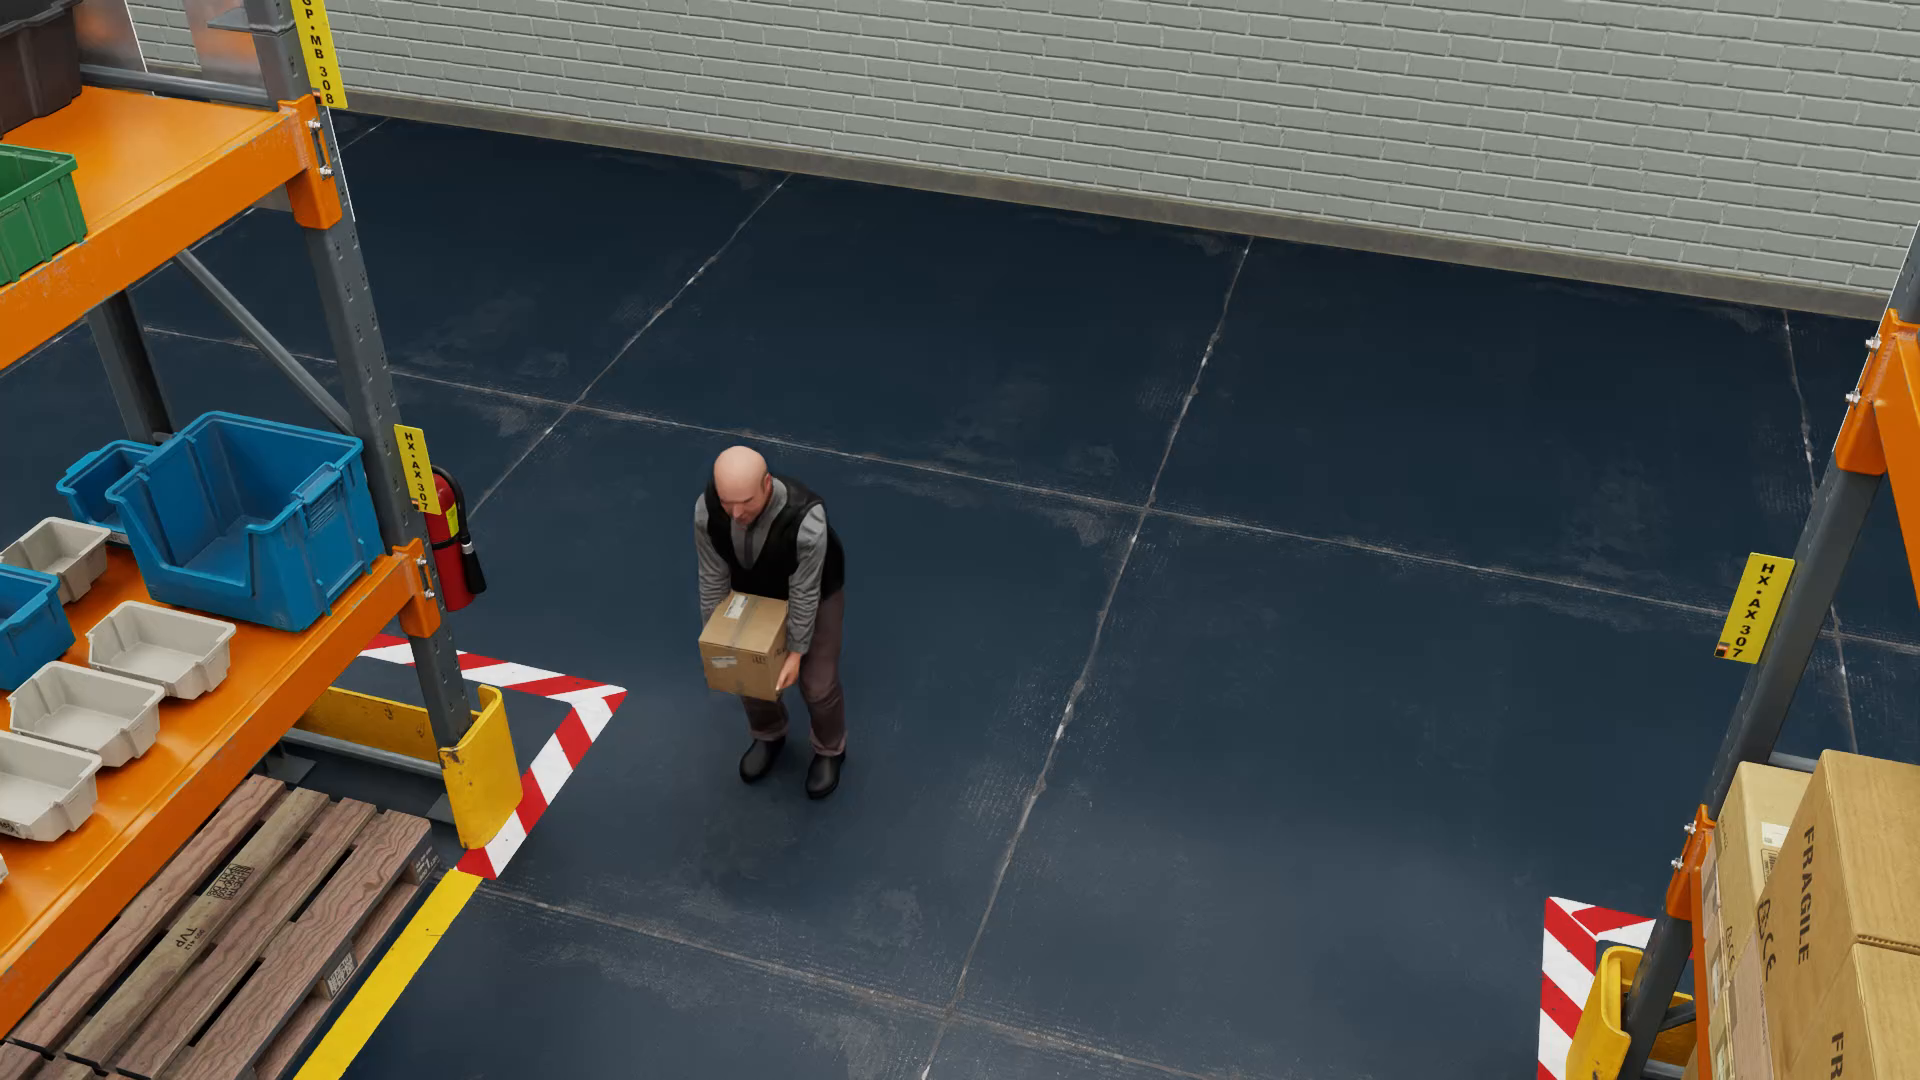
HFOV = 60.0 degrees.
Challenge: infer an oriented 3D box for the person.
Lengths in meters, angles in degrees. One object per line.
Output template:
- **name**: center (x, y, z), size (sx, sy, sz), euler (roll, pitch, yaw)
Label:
- **person**: center (-0.648, 0.263, 5.892), size (0.472, 1.640, 0.614), euler (10, 38, 13)
